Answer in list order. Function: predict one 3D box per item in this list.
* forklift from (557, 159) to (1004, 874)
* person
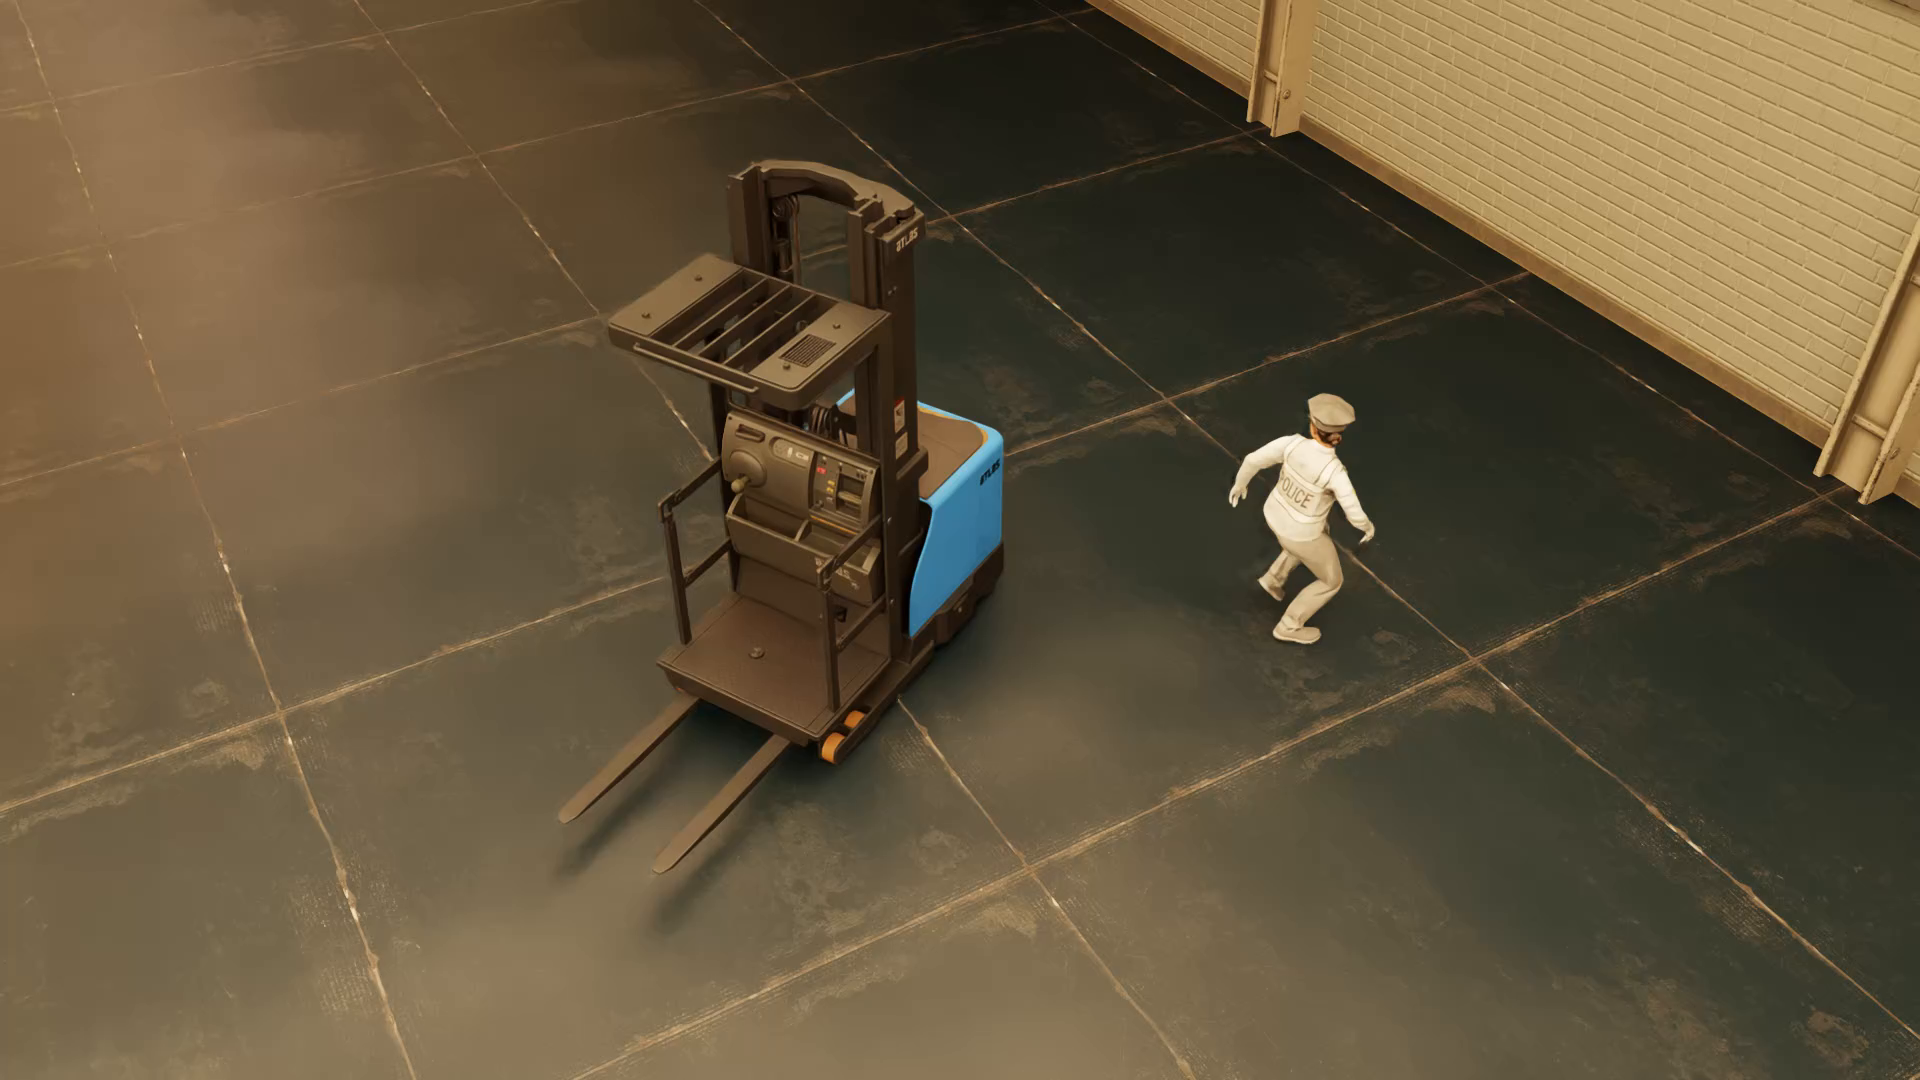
[{"bbox_3d":[-0.939,-0.276,8.368,1.130,2.935,3.031,21,44,24],"label":"forklift"},{"bbox_3d":[1.928,-0.119,9.249,0.615,1.581,0.703,-15,42,-17],"label":"person"}]
